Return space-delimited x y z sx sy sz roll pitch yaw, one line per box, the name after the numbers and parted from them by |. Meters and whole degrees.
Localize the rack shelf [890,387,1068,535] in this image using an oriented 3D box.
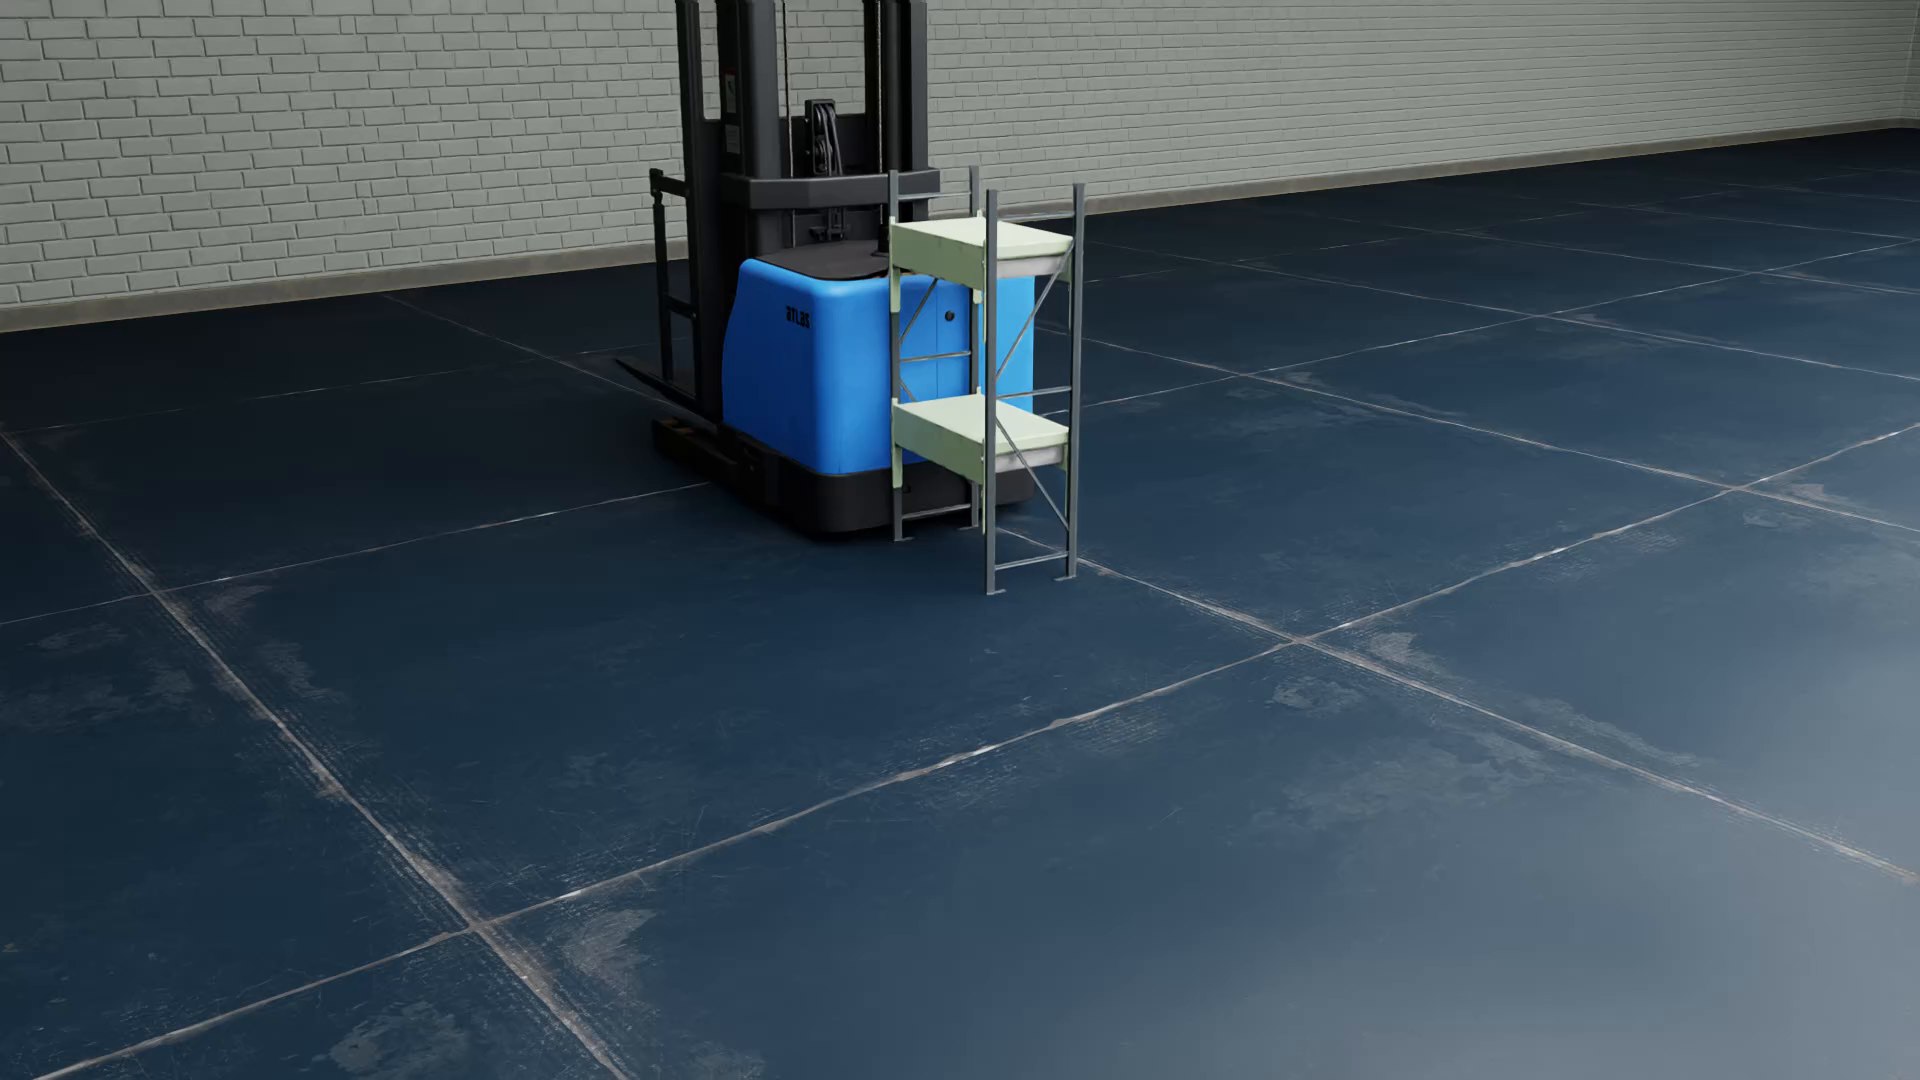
0.084 -0.324 6.493 0.431 0.370 0.720 -10 21 -29 | rack shelf

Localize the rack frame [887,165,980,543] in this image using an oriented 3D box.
-0.100 -0.733 6.691 0.400 1.500 0.023 -10 21 -29 | rack frame

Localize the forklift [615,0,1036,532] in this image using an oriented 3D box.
-0.854 -1.834 7.739 1.130 2.935 3.031 -10 21 -29 | forklift

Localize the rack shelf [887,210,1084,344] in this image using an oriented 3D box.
0.084 -1.004 6.268 0.431 0.370 0.720 -10 21 -29 | rack shelf

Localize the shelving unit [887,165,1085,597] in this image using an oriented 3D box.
0.084 -0.634 6.391 0.431 1.500 0.755 -10 21 -29 | shelving unit

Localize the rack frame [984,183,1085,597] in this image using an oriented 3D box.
0.268 -0.534 6.091 0.400 1.500 0.023 -10 21 -29 | rack frame
